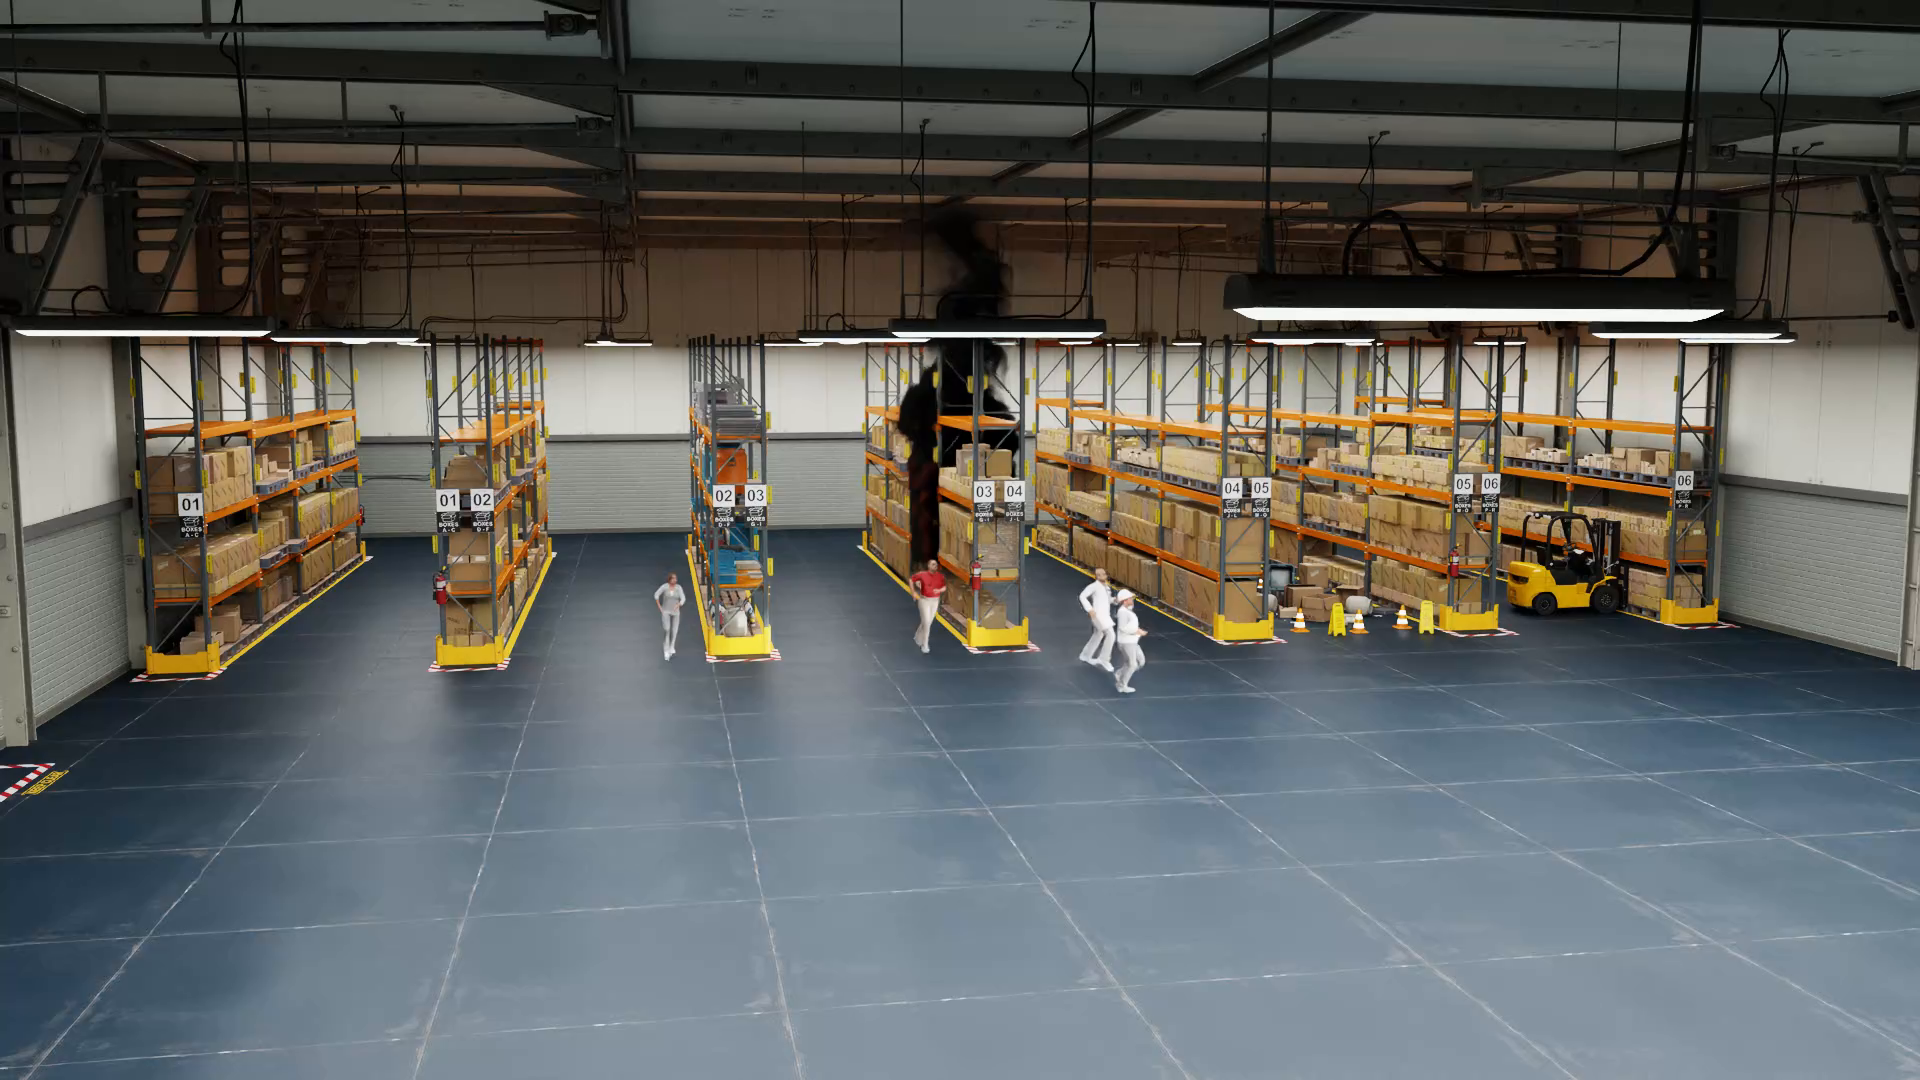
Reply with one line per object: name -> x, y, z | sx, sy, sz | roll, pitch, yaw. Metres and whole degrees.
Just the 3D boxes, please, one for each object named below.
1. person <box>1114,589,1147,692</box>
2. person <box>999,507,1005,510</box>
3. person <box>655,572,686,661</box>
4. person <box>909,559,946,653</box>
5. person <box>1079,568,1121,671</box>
person -> 2.865, 1.683, 27.755 | 0.565, 1.725, 0.651 | 2, 7, 15
person -> 1.032, -0.568, 47.661 | 0.762, 1.687, 0.563 | 2, 7, 15
person -> -5.378, 1.405, 30.947 | 0.539, 1.605, 0.685 | -2, 7, -20
person -> -0.591, 1.252, 31.887 | 0.671, 1.777, 0.839 | -4, 8, -31
person -> 2.521, 1.428, 29.868 | 0.835, 1.845, 0.671 | 3, 7, 22
